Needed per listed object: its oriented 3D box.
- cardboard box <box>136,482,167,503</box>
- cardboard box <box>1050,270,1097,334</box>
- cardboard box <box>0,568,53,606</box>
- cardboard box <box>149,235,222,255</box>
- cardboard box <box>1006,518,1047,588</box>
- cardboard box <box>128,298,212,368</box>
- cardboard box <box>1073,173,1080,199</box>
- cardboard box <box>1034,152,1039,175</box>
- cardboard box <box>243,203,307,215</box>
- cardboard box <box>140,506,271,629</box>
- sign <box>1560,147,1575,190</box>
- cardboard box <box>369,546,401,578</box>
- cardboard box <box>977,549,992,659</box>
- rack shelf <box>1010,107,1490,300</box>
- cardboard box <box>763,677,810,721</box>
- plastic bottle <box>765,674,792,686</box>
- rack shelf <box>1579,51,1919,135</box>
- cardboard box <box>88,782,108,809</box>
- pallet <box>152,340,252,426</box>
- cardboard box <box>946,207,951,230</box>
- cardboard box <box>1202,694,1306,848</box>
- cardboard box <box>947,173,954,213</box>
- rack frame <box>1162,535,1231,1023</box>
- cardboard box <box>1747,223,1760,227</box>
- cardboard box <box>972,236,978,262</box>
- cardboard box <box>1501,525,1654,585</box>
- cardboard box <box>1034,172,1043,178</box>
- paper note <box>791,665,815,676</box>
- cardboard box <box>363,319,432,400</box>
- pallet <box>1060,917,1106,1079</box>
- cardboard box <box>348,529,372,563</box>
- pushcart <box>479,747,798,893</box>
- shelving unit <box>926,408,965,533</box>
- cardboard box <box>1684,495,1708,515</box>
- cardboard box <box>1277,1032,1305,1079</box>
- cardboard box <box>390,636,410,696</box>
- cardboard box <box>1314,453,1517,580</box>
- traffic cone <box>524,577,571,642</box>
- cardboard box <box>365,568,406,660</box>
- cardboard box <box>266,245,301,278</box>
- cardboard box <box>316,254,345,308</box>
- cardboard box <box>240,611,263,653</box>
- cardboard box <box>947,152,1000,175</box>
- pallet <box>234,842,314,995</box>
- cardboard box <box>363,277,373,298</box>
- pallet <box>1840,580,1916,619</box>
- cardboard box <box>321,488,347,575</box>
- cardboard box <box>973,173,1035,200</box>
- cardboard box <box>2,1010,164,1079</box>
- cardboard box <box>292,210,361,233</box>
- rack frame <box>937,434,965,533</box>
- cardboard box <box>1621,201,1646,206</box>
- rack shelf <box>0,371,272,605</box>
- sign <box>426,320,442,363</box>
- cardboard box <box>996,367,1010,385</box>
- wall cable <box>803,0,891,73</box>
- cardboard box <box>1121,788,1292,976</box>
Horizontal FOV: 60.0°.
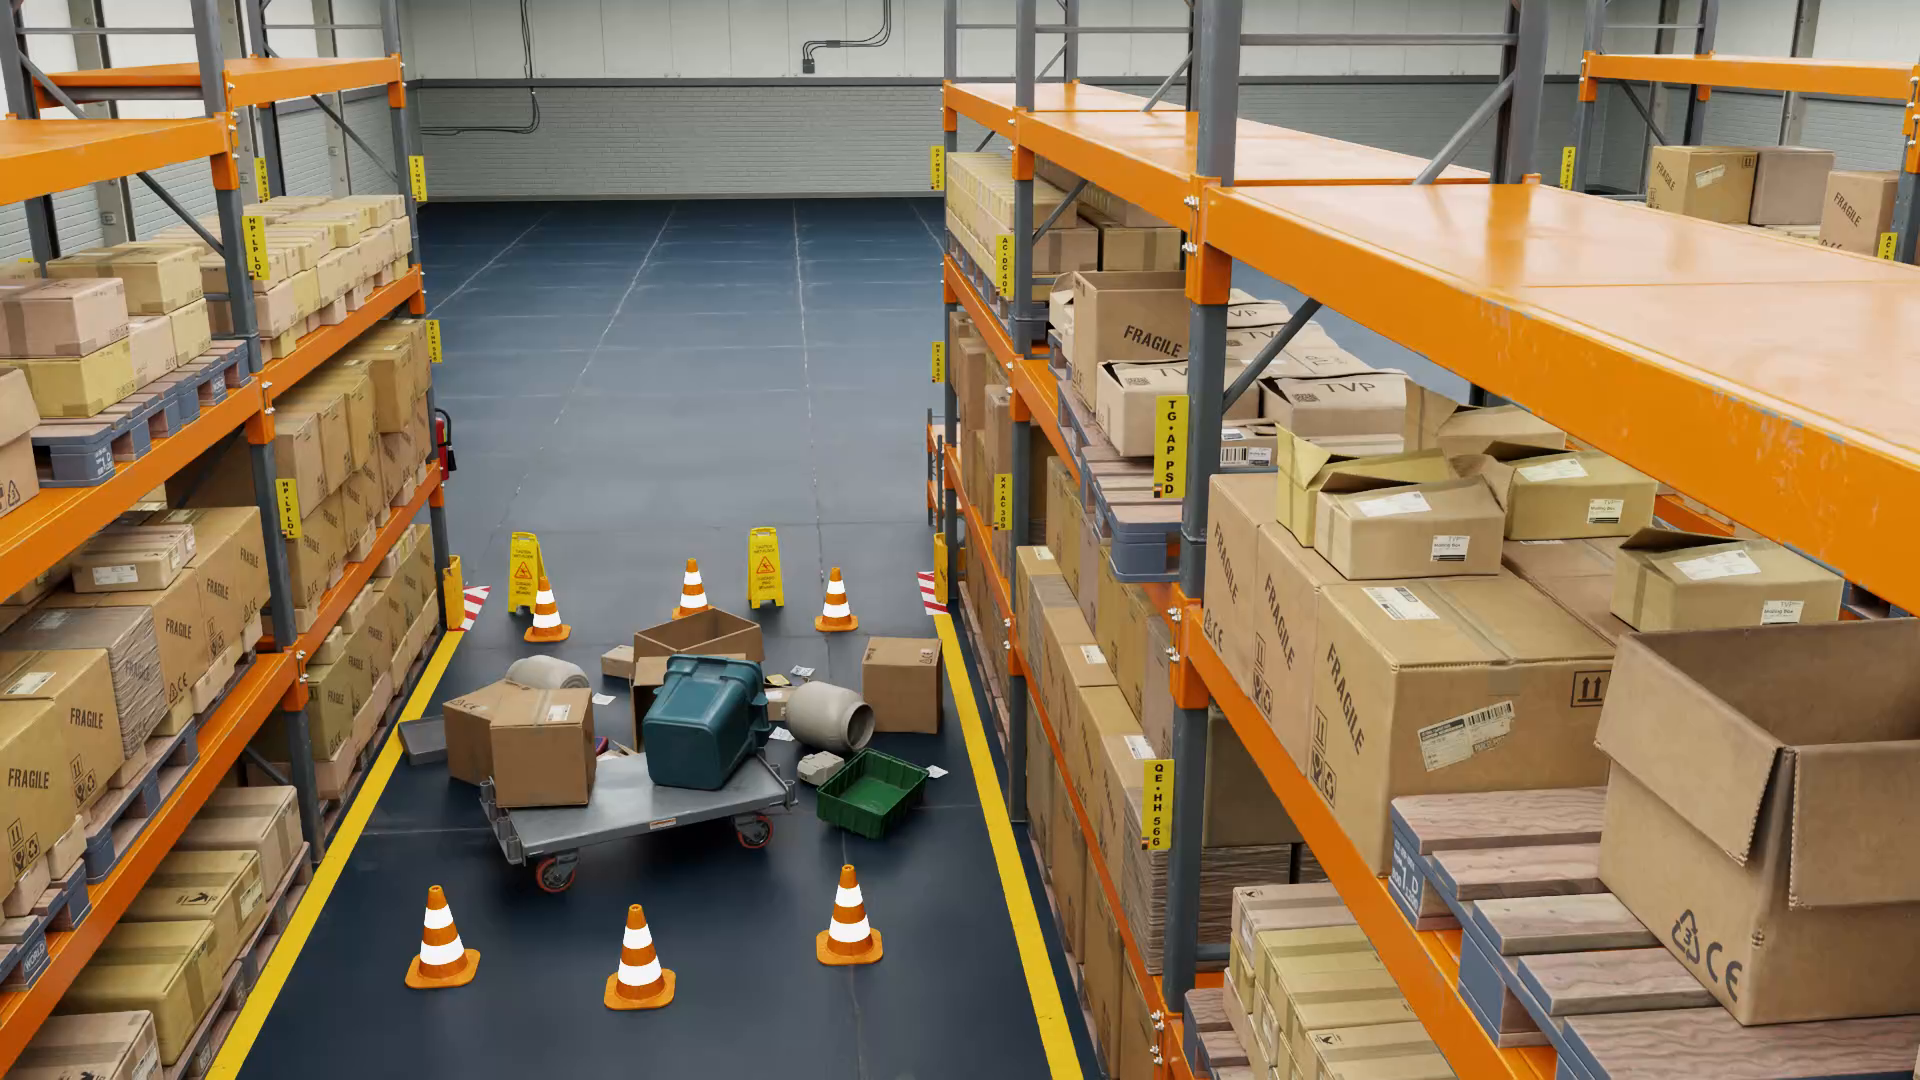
[{"bbox_3d":[-4.472,-0.063,9.780,0.500,0.500,0.500,-1,17,-4],"label":"cardboard box"},{"bbox_3d":[0.608,-1.206,8.432,0.258,0.266,0.396,-2,18,-7],"label":"cardboard box"},{"bbox_3d":[-4.208,0.176,7.232,0.380,0.149,0.250,-1,17,-3],"label":"cardboard box"},{"bbox_3d":[-4.492,-1.685,9.689,0.380,0.149,0.250,-2,18,-7],"label":"cardboard box"},{"bbox_3d":[0.744,0.040,9.863,0.875,0.550,0.550,-2,18,-6],"label":"cardboard box"},{"bbox_3d":[-3.915,-0.986,7.924,0.500,0.250,0.500,-2,18,-7],"label":"cardboard box"},{"bbox_3d":[0.938,-2.291,10.751,0.380,0.149,0.250,-2,18,-6],"label":"cardboard box"},{"bbox_3d":[0.754,-2.820,12.438,0.380,0.149,0.250,-2,18,-5],"label":"cardboard box"},{"bbox_3d":[-4.692,-2.216,11.381,0.380,0.149,0.250,-2,18,-6],"label":"cardboard box"},{"bbox_3d":[-3.843,0.145,8.416,0.500,0.500,0.500,-2,18,-7],"label":"cardboard box"},{"bbox_3d":[4.786,-2.925,13.091,0.100,0.325,0.005,-2,18,-6],"label":"sign"},{"bbox_3d":[-4.037,0.148,11.324,0.380,0.149,0.250,-1,17,-3],"label":"cardboard box"},{"bbox_3d":[0.610,0.305,12.116,0.875,0.875,0.875,-2,18,-7],"label":"cardboard box"},{"bbox_3d":[1.000,-1.511,6.908,1.077,0.370,4.000,-2,18,-6],"label":"rack shelf"},{"bbox_3d":[-1.215,1.071,11.396,0.396,0.266,0.258,1,17,4],"label":"cardboard box"},{"bbox_3d":[-1.281,1.036,11.849,0.133,0.061,0.283,-8,19,-25],"label":"plastic bottle"},{"bbox_3d":[5.532,-3.015,11.037,1.077,0.370,4.000,-2,18,-6],"label":"rack shelf"},{"bbox_3d":[-3.711,1.010,6.744,0.380,0.149,0.250,-1,17,-3],"label":"cardboard box"},{"bbox_3d":[-4.161,-0.750,7.936,1.213,0.211,1.003,-2,18,-6],"label":"pallet"},{"bbox_3d":[0.098,-2.418,12.487,0.380,0.149,0.250,-2,18,-5],"label":"cardboard box"},{"bbox_3d":[1.170,0.754,6.003,0.700,0.500,0.500,-2,18,-6],"label":"cardboard box"},{"bbox_3d":[0.176,-2.568,12.300,0.500,0.250,0.500,-2,18,-6],"label":"cardboard box"},{"bbox_3d":[1.207,1.413,5.741,1.000,3.000,0.127,-2,18,-6],"label":"rack frame"},{"bbox_3d":[5.792,-2.182,11.770,0.380,0.149,0.250,-3,18,-8],"label":"cardboard box"},{"bbox_3d":[0.280,-1.891,10.810,0.380,0.149,0.250,-2,18,-6],"label":"cardboard box"},{"bbox_3d":[1.583,0.245,4.287,0.500,0.500,0.500,-2,18,-6],"label":"cardboard box"},{"bbox_3d":[0.710,-2.583,12.347,0.500,0.250,0.500,-2,17,-5],"label":"cardboard box"},{"bbox_3d":[-1.150,0.954,12.162,0.144,0.017,0.142,4,18,13],"label":"paper note"},{"bbox_3d":[-4.262,-1.309,12.077,0.700,0.500,0.500,-2,18,-7],"label":"cardboard box"},{"bbox_3d":[1.078,2.144,8.069,1.003,0.211,1.213,-2,18,-6],"label":"pallet"},{"bbox_3d":[-3.955,0.039,10.537,0.380,0.149,0.250,-2,18,-5],"label":"cardboard box"},{"bbox_3d":[-1.856,1.570,9.619,1.648,0.377,0.936,-8,19,-25],"label":"pushcart"},{"bbox_3d":[0.001,-0.535,15.075,0.538,1.125,1.048,-2,18,-6],"label":"shelving unit"},{"bbox_3d":[5.283,-0.284,11.567,0.380,0.149,0.250,-2,18,-6],"label":"cardboard box"},{"bbox_3d":[1.118,1.501,4.683,0.380,0.149,0.250,-2,18,-7],"label":"cardboard box"},{"bbox_3d":[-4.076,0.867,11.370,0.500,0.250,0.500,-2,18,-8],"label":"cardboard box"},{"bbox_3d":[1.093,-0.073,4.024,0.396,0.266,0.258,-2,18,-6],"label":"cardboard box"},{"bbox_3d":[-3.204,0.511,12.849,0.336,0.463,0.334,-2,18,-6],"label":"traffic cone"},{"bbox_3d":[-4.087,0.503,11.277,0.500,0.500,0.500,-2,18,-7],"label":"cardboard box"},{"bbox_3d":[-3.901,-1.547,9.249,0.380,0.149,0.250,-2,18,-7],"label":"cardboard box"},{"bbox_3d":[-3.993,-1.540,9.892,0.500,0.250,0.500,-2,18,-5],"label":"cardboard box"},{"bbox_3d":[-3.791,0.469,8.468,0.380,0.149,0.250,-2,17,-5],"label":"cardboard box"},{"bbox_3d":[0.099,-2.801,12.376,0.380,0.149,0.250,-2,17,-5],"label":"cardboard box"},{"bbox_3d":[-4.037,1.967,8.633,1.003,0.211,1.213,-2,18,-6],"label":"pallet"},{"bbox_3d":[-4.132,-1.697,11.060,0.380,0.149,0.250,-2,18,-6],"label":"cardboard box"},{"bbox_3d":[5.672,0.422,9.218,1.003,0.211,1.213,-2,18,-6],"label":"pallet"},{"bbox_3d":[-3.962,-0.074,9.814,0.500,0.500,0.500,-2,18,-6],"label":"cardboard box"},{"bbox_3d":[0.282,-2.270,10.685,0.380,0.149,0.250,-2,17,-5],"label":"cardboard box"},{"bbox_3d":[-3.839,2.261,6.725,0.950,0.372,0.625,-2,18,-7],"label":"cardboard box"},{"bbox_3d":[-4.177,-2.084,10.959,0.380,0.149,0.250,-2,18,-6],"label":"cardboard box"},{"bbox_3d":[0.053,-0.383,14.593,0.500,1.125,0.032,-2,18,-6],"label":"rack frame"},{"bbox_3d":[5.124,-2.554,12.955,0.380,0.149,0.250,-2,18,-6],"label":"cardboard box"},{"bbox_3d":[-3.913,-0.088,6.714,1.077,0.370,4.000,-2,18,-6],"label":"rack shelf"},{"bbox_3d":[-3.977,-1.502,12.565,0.100,0.325,0.005,-2,18,-6],"label":"sign"},{"bbox_3d":[0.699,-0.802,10.743,0.875,0.550,0.550,-2,18,-6],"label":"cardboard box"},{"bbox_3d":[-2.931,-15.028,42.416,2.305,6.003,0.169,-2,18,-6],"label":"wall cable"},{"bbox_3d":[0.893,1.240,6.127,0.500,0.500,0.500,-2,18,-6],"label":"cardboard box"}]
